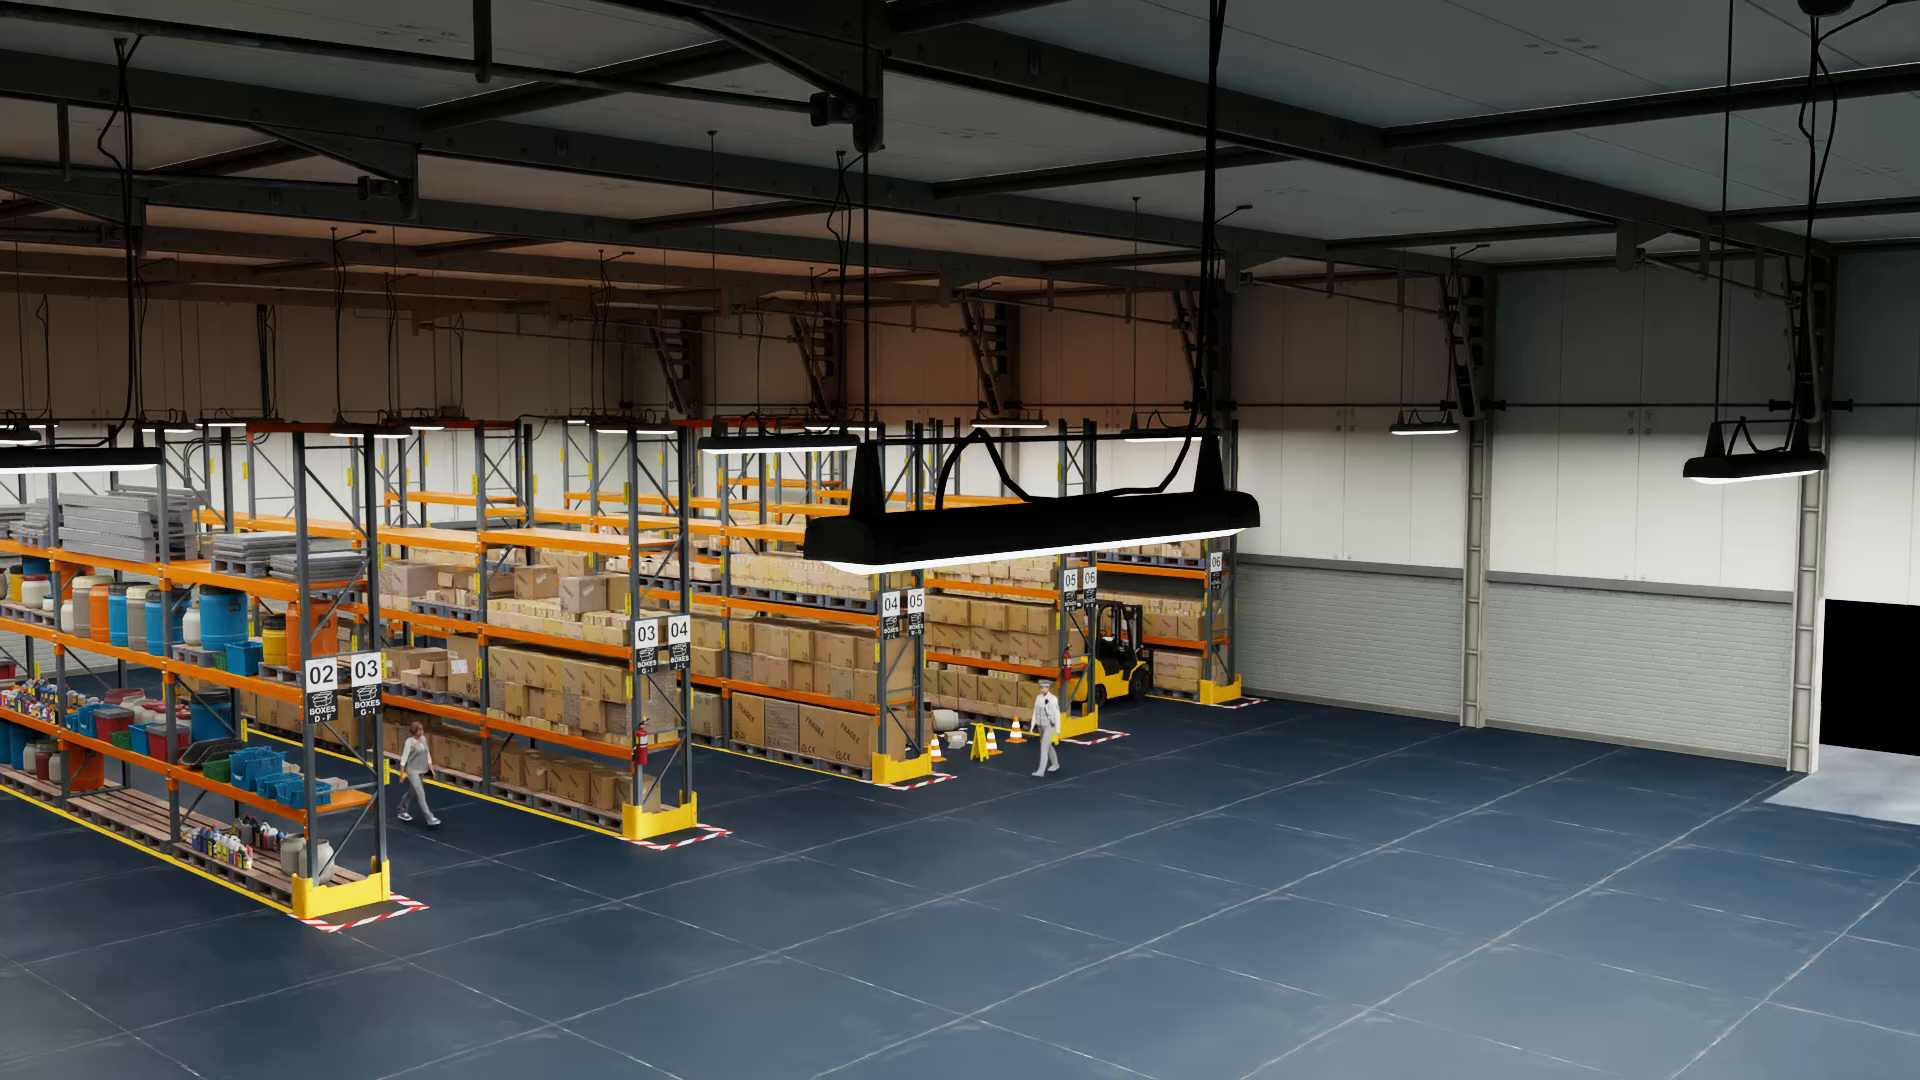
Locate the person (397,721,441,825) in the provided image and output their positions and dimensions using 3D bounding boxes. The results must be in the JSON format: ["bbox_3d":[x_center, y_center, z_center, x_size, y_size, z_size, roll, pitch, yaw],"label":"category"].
[{"bbox_3d":[-8.125,3.493,25.000,0.969,1.543,0.452,2,5,19],"label":"person"}]

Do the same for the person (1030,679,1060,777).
[{"bbox_3d":[1.432,3.188,28.398,0.866,1.632,0.491,-4,6,-40],"label":"person"}]
